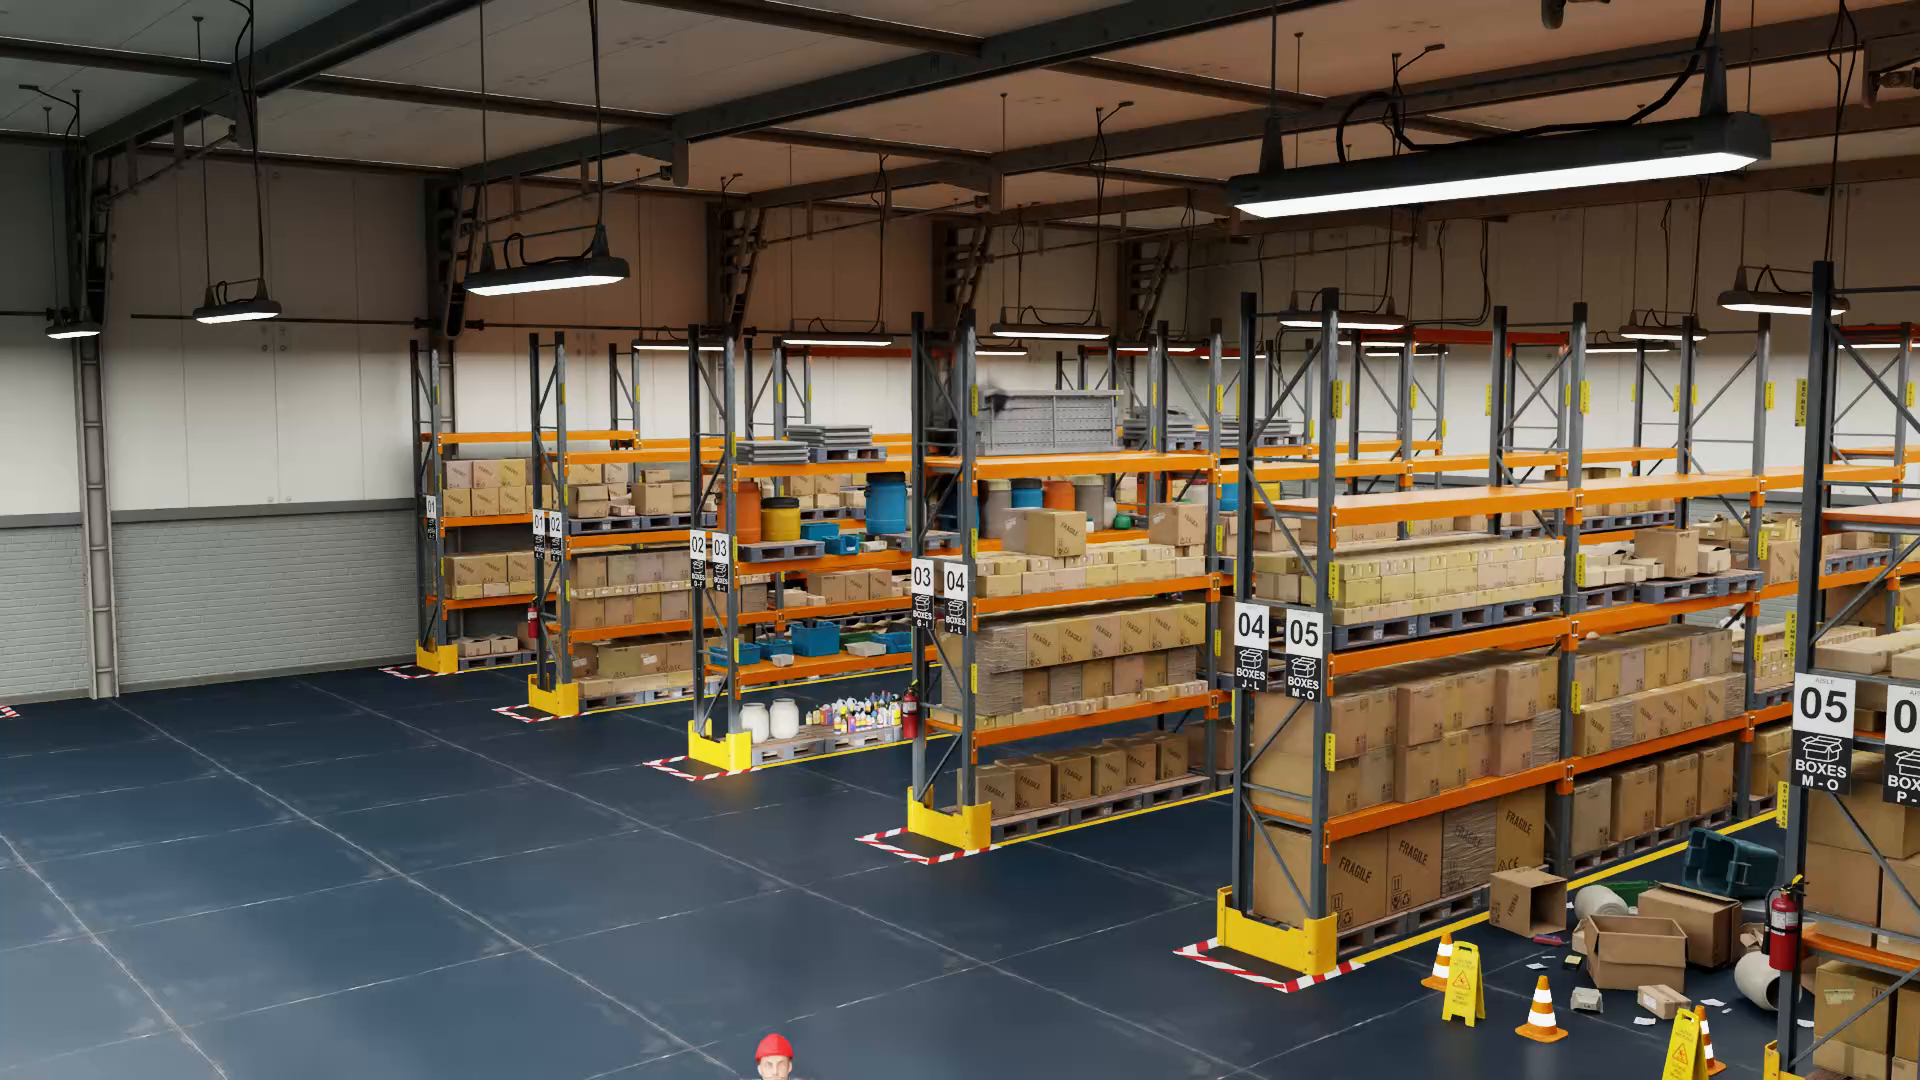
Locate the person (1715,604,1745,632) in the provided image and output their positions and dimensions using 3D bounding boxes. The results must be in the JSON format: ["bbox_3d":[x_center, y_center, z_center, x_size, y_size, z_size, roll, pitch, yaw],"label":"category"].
[{"bbox_3d":[12.742,1.840,27.327,0.728,1.620,0.548,4,7,38],"label":"person"}]

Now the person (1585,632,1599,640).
[{"bbox_3d":[8.605,2.142,22.736,0.701,1.790,0.950,4,7,37],"label":"person"}]

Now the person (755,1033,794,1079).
[{"bbox_3d":[-0.986,3.485,8.837,0.660,1.738,0.593,-1,5,-8],"label":"person"}]
